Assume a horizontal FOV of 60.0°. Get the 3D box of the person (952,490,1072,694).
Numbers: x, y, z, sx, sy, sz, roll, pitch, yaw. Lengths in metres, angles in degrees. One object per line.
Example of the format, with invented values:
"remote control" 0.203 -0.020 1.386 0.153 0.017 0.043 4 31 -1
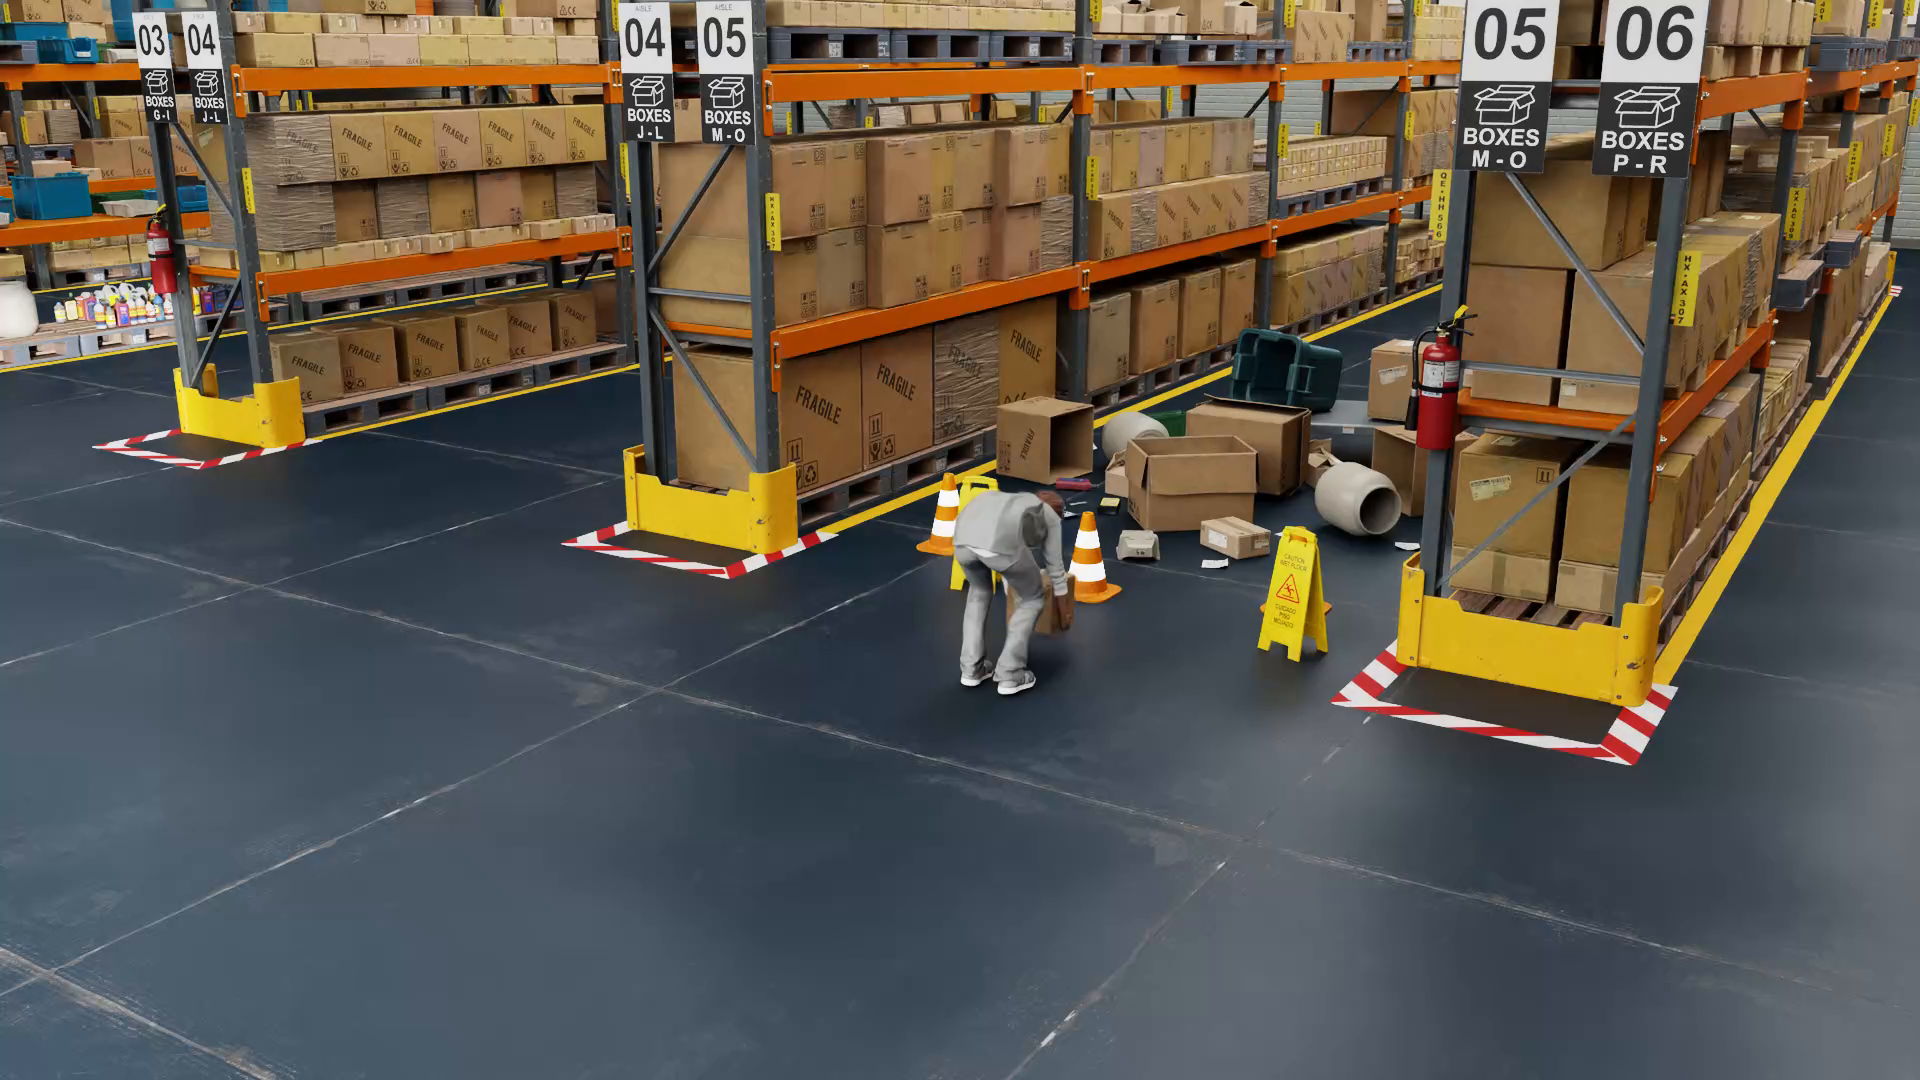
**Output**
"person" 0.267 0.196 8.020 0.409 0.959 0.868 9 19 28
